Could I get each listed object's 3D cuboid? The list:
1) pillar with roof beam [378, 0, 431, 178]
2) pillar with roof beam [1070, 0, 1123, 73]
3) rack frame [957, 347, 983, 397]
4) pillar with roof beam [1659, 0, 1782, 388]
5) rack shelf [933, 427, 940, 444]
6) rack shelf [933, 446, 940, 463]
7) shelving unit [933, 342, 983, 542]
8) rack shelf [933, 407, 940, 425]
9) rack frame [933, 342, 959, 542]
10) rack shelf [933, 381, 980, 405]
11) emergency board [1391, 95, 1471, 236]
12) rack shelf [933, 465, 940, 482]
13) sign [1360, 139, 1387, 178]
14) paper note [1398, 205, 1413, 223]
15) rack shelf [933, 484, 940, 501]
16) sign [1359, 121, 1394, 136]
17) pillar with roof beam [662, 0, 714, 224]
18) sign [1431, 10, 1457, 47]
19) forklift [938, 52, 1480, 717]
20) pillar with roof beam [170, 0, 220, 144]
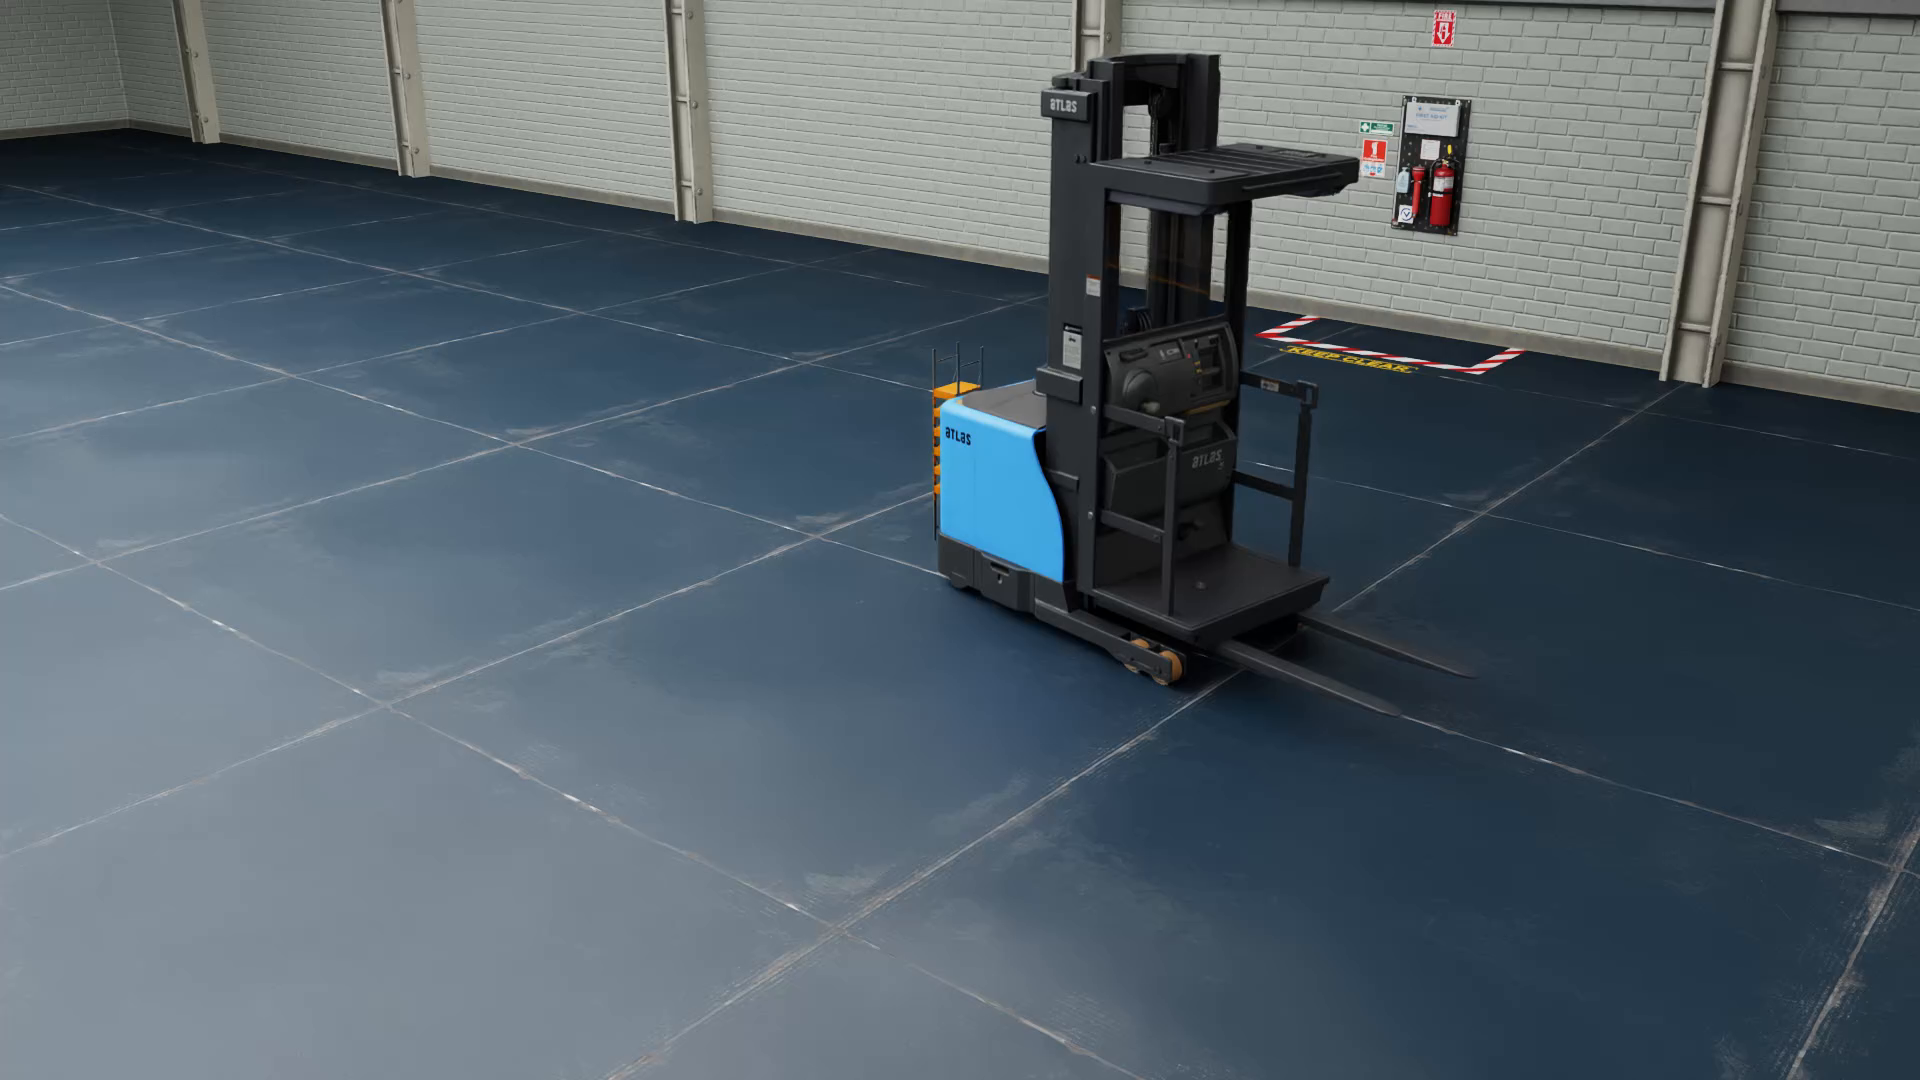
[{"bbox_3d":[-10.678,-8.363,19.591,0.400,9.000,9.100,16,26,36],"label":"pillar with roof beam"},{"bbox_3d":[-1.382,-5.685,12.492,0.400,9.000,9.100,16,26,36],"label":"pillar with roof beam"},{"bbox_3d":[0.060,-0.544,9.911,0.006,1.200,0.240,16,26,36],"label":"rack frame"},{"bbox_3d":[3.267,-4.347,8.942,0.400,9.000,9.100,16,26,36],"label":"pillar with roof beam"},{"bbox_3d":[-0.011,-0.635,9.938,0.180,0.103,0.258,16,26,36],"label":"rack shelf"},{"bbox_3d":[-0.011,-0.523,9.981,0.180,0.103,0.258,16,26,36],"label":"rack shelf"},{"bbox_3d":[-0.011,-0.565,9.965,0.189,1.200,0.258,16,26,36],"label":"shelving unit"},{"bbox_3d":[-0.011,-0.748,9.896,0.180,0.103,0.258,16,26,36],"label":"rack shelf"},{"bbox_3d":[-0.082,-0.585,10.019,0.006,1.200,0.240,16,26,36],"label":"rack frame"},{"bbox_3d":[-0.011,-0.860,9.854,0.180,0.103,0.258,16,26,36],"label":"rack shelf"},{"bbox_3d":[4.098,-3.278,14.611,0.643,1.169,0.194,16,26,36],"label":"emergency board"},{"bbox_3d":[-0.011,-0.411,10.023,0.180,0.103,0.258,16,26,36],"label":"rack shelf"},{"bbox_3d":[3.735,-3.447,15.006,0.234,0.329,0.001,16,26,36],"label":"sign"},{"bbox_3d":[4.005,-2.925,14.921,0.142,0.148,0.016,16,26,36],"label":"paper note"},{"bbox_3d":[-0.011,-0.298,10.065,0.180,0.103,0.258,16,26,36],"label":"rack shelf"},{"bbox_3d":[3.733,-3.691,14.904,0.331,0.109,0.001,16,26,36],"label":"sign"},{"bbox_3d":[-6.030,-7.024,16.041,0.400,9.000,9.100,16,26,36],"label":"pillar with roof beam"},{"bbox_3d":[4.155,-4.392,14.279,0.199,0.298,0.001,16,26,36],"label":"sign"},{"bbox_3d":[1.216,-0.854,8.278,1.130,2.935,3.031,-17,26,-38],"label":"forklift"},{"bbox_3d":[-15.327,-9.701,23.141,0.400,9.000,9.100,16,26,36],"label":"pillar with roof beam"}]
